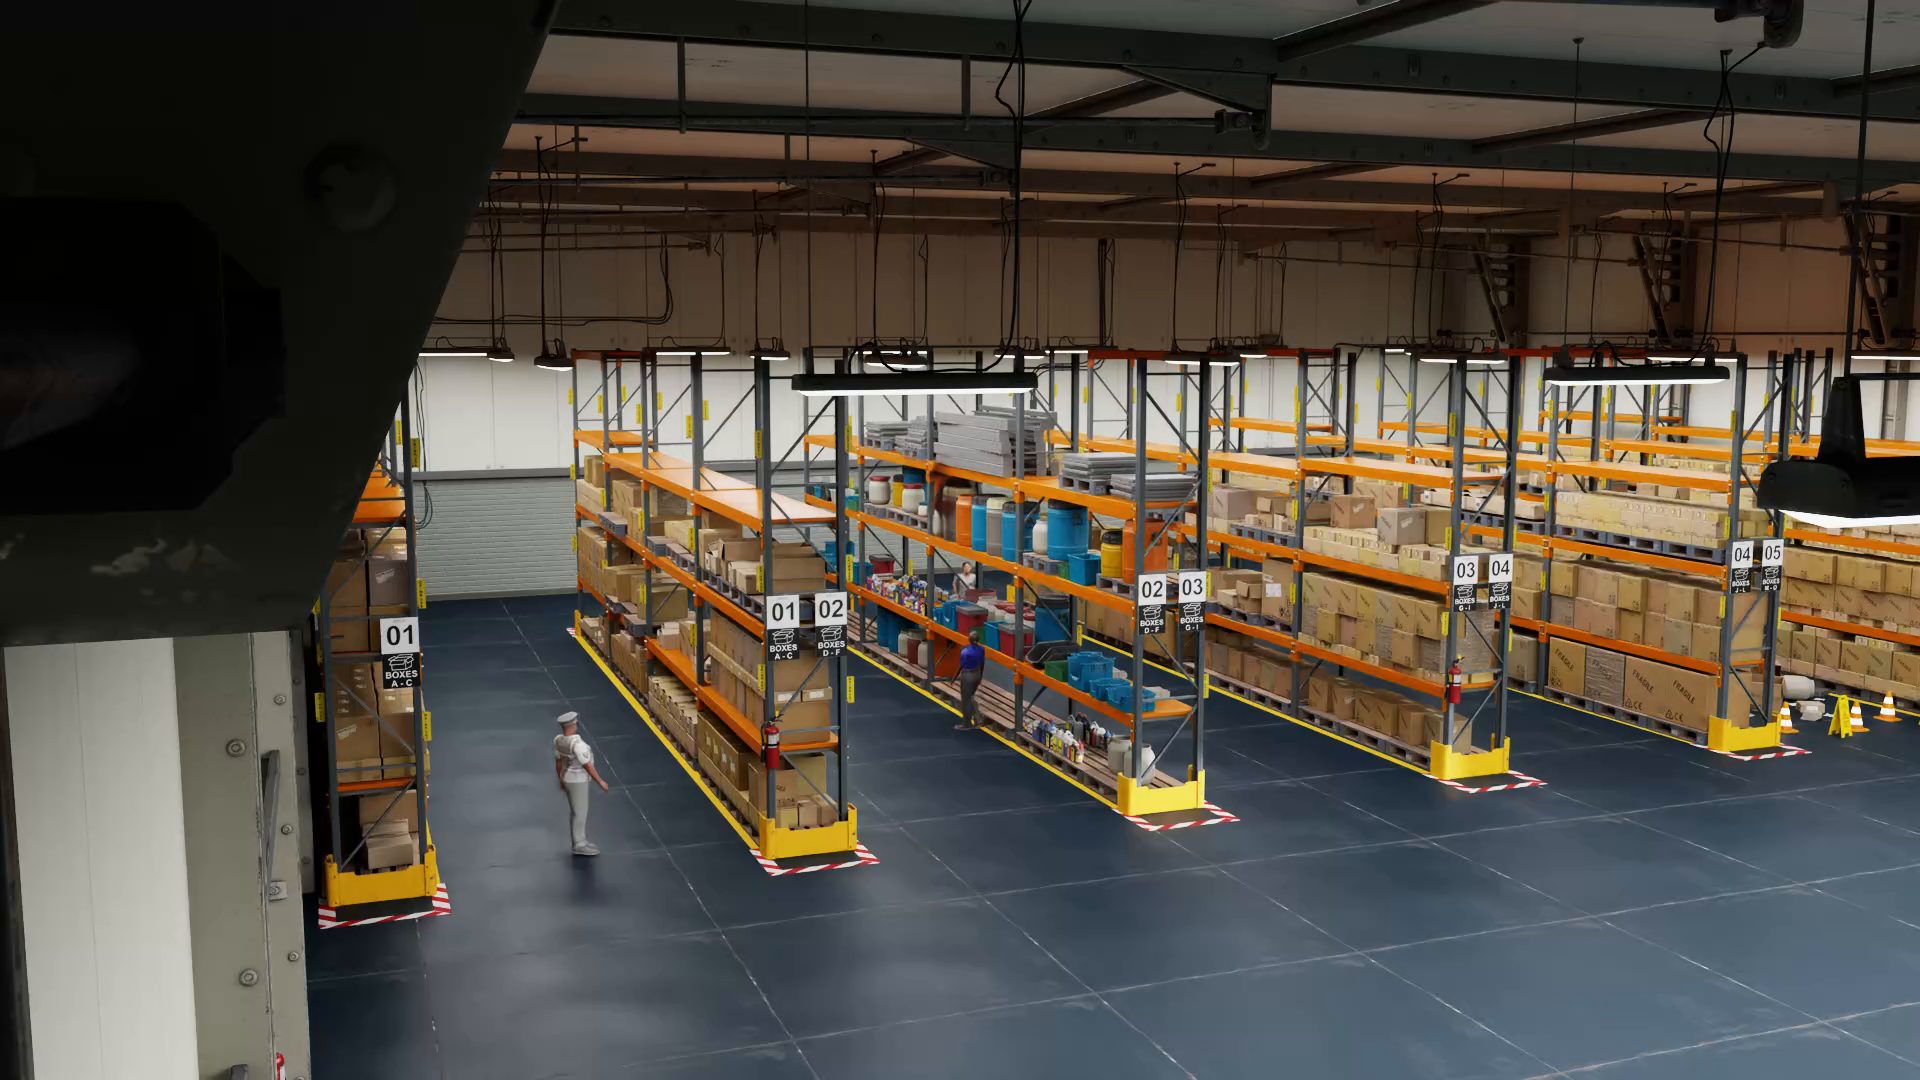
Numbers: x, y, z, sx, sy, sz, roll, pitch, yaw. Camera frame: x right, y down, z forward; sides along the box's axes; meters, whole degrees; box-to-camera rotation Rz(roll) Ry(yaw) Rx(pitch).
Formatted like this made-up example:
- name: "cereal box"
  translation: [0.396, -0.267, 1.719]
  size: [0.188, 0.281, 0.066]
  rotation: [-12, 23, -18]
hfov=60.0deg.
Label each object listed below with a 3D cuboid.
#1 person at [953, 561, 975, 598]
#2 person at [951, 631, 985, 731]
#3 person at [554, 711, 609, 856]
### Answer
- name: "person"
  translation: [0.156, 1.277, 34.074]
  size: [0.534, 1.708, 0.833]
  rotation: [-2, 7, -16]
- name: "person"
  translation: [0.135, 2.254, 26.475]
  size: [0.486, 1.659, 0.494]
  rotation: [5, 9, 36]
- name: "person"
  translation: [-4.624, 2.962, 20.274]
  size: [0.600, 1.788, 0.615]
  rotation: [-3, 8, -23]
